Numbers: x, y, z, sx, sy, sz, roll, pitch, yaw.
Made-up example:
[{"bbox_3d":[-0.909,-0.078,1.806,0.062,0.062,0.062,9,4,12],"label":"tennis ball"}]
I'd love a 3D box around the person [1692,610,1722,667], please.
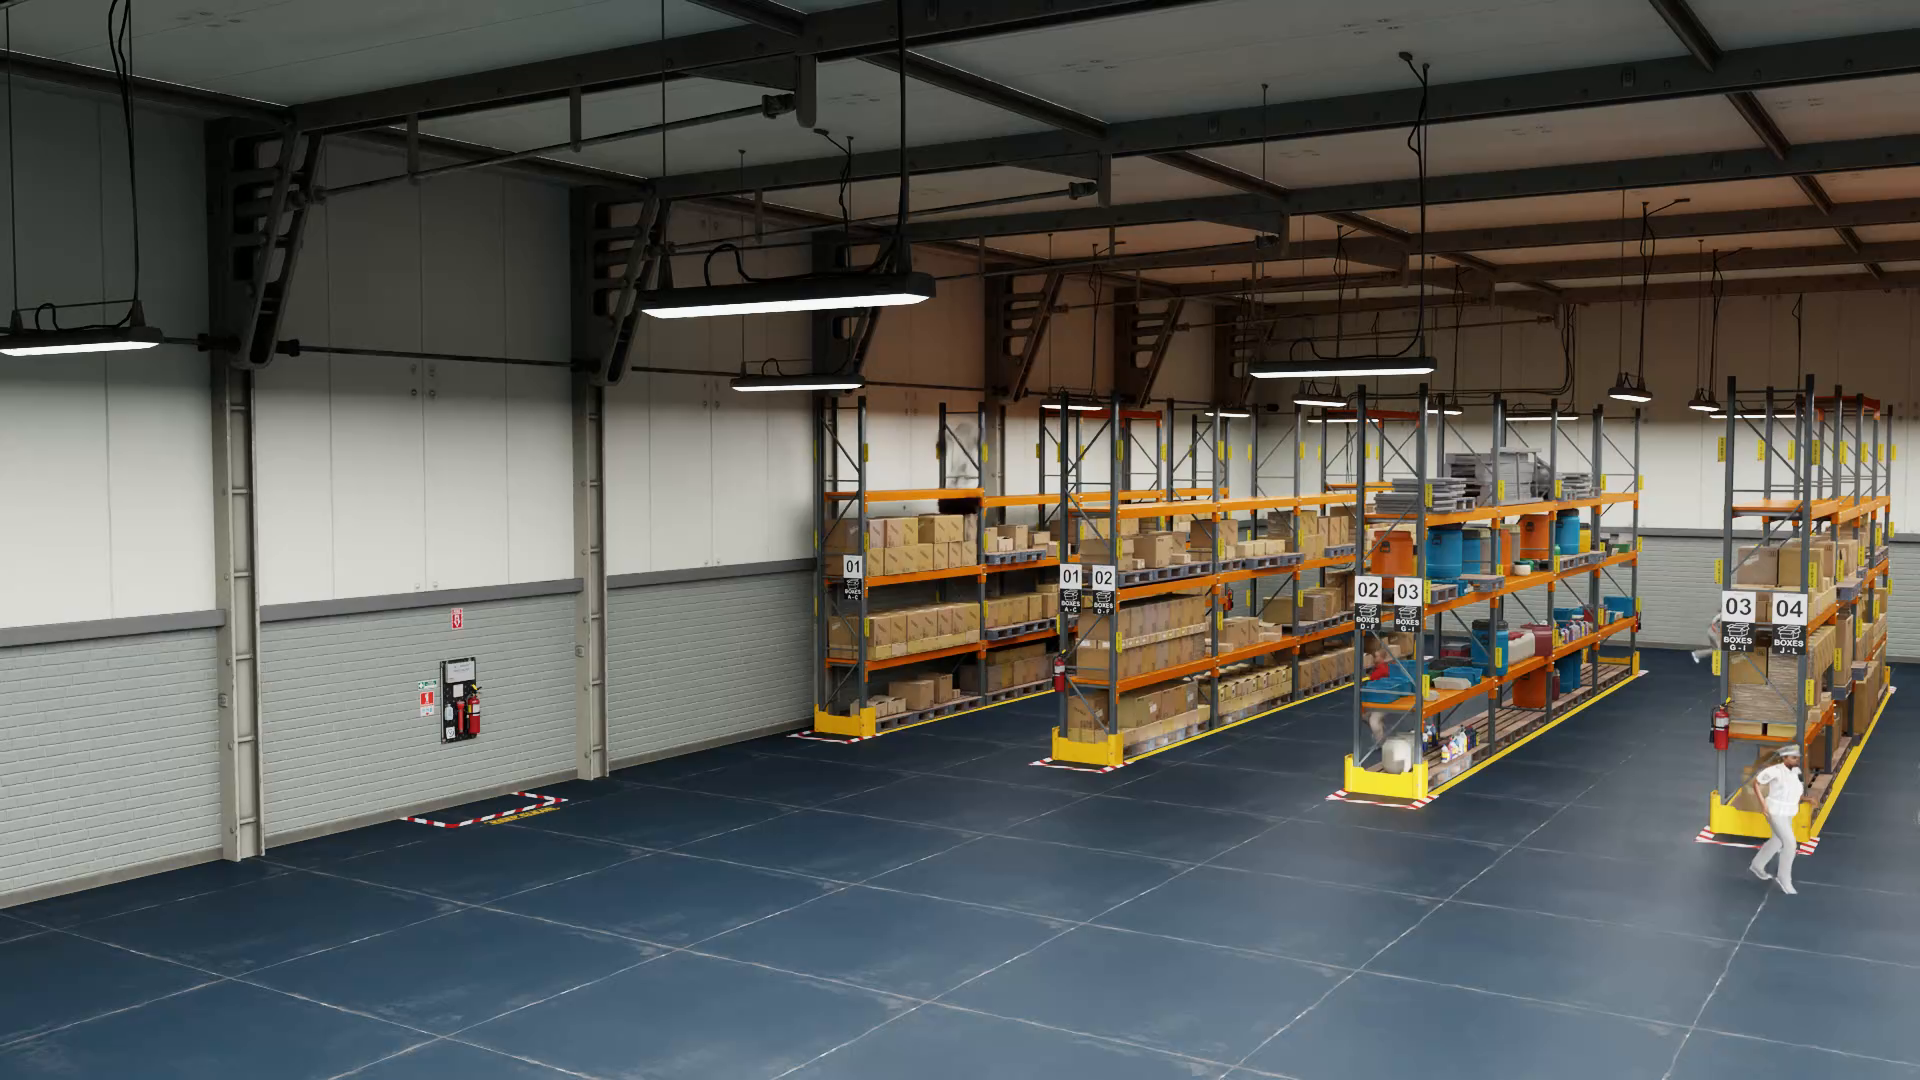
[{"bbox_3d":[17.465,2.239,38.567,0.573,1.526,0.928,-2,4,-37],"label":"person"}]

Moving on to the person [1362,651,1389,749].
[{"bbox_3d":[7.115,2.710,28.150,0.537,1.696,0.785,-1,3,-20],"label":"person"}]

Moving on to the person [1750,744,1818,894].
[{"bbox_3d":[9.432,3.184,19.100,0.506,1.739,0.833,-2,3,-29],"label":"person"}]
